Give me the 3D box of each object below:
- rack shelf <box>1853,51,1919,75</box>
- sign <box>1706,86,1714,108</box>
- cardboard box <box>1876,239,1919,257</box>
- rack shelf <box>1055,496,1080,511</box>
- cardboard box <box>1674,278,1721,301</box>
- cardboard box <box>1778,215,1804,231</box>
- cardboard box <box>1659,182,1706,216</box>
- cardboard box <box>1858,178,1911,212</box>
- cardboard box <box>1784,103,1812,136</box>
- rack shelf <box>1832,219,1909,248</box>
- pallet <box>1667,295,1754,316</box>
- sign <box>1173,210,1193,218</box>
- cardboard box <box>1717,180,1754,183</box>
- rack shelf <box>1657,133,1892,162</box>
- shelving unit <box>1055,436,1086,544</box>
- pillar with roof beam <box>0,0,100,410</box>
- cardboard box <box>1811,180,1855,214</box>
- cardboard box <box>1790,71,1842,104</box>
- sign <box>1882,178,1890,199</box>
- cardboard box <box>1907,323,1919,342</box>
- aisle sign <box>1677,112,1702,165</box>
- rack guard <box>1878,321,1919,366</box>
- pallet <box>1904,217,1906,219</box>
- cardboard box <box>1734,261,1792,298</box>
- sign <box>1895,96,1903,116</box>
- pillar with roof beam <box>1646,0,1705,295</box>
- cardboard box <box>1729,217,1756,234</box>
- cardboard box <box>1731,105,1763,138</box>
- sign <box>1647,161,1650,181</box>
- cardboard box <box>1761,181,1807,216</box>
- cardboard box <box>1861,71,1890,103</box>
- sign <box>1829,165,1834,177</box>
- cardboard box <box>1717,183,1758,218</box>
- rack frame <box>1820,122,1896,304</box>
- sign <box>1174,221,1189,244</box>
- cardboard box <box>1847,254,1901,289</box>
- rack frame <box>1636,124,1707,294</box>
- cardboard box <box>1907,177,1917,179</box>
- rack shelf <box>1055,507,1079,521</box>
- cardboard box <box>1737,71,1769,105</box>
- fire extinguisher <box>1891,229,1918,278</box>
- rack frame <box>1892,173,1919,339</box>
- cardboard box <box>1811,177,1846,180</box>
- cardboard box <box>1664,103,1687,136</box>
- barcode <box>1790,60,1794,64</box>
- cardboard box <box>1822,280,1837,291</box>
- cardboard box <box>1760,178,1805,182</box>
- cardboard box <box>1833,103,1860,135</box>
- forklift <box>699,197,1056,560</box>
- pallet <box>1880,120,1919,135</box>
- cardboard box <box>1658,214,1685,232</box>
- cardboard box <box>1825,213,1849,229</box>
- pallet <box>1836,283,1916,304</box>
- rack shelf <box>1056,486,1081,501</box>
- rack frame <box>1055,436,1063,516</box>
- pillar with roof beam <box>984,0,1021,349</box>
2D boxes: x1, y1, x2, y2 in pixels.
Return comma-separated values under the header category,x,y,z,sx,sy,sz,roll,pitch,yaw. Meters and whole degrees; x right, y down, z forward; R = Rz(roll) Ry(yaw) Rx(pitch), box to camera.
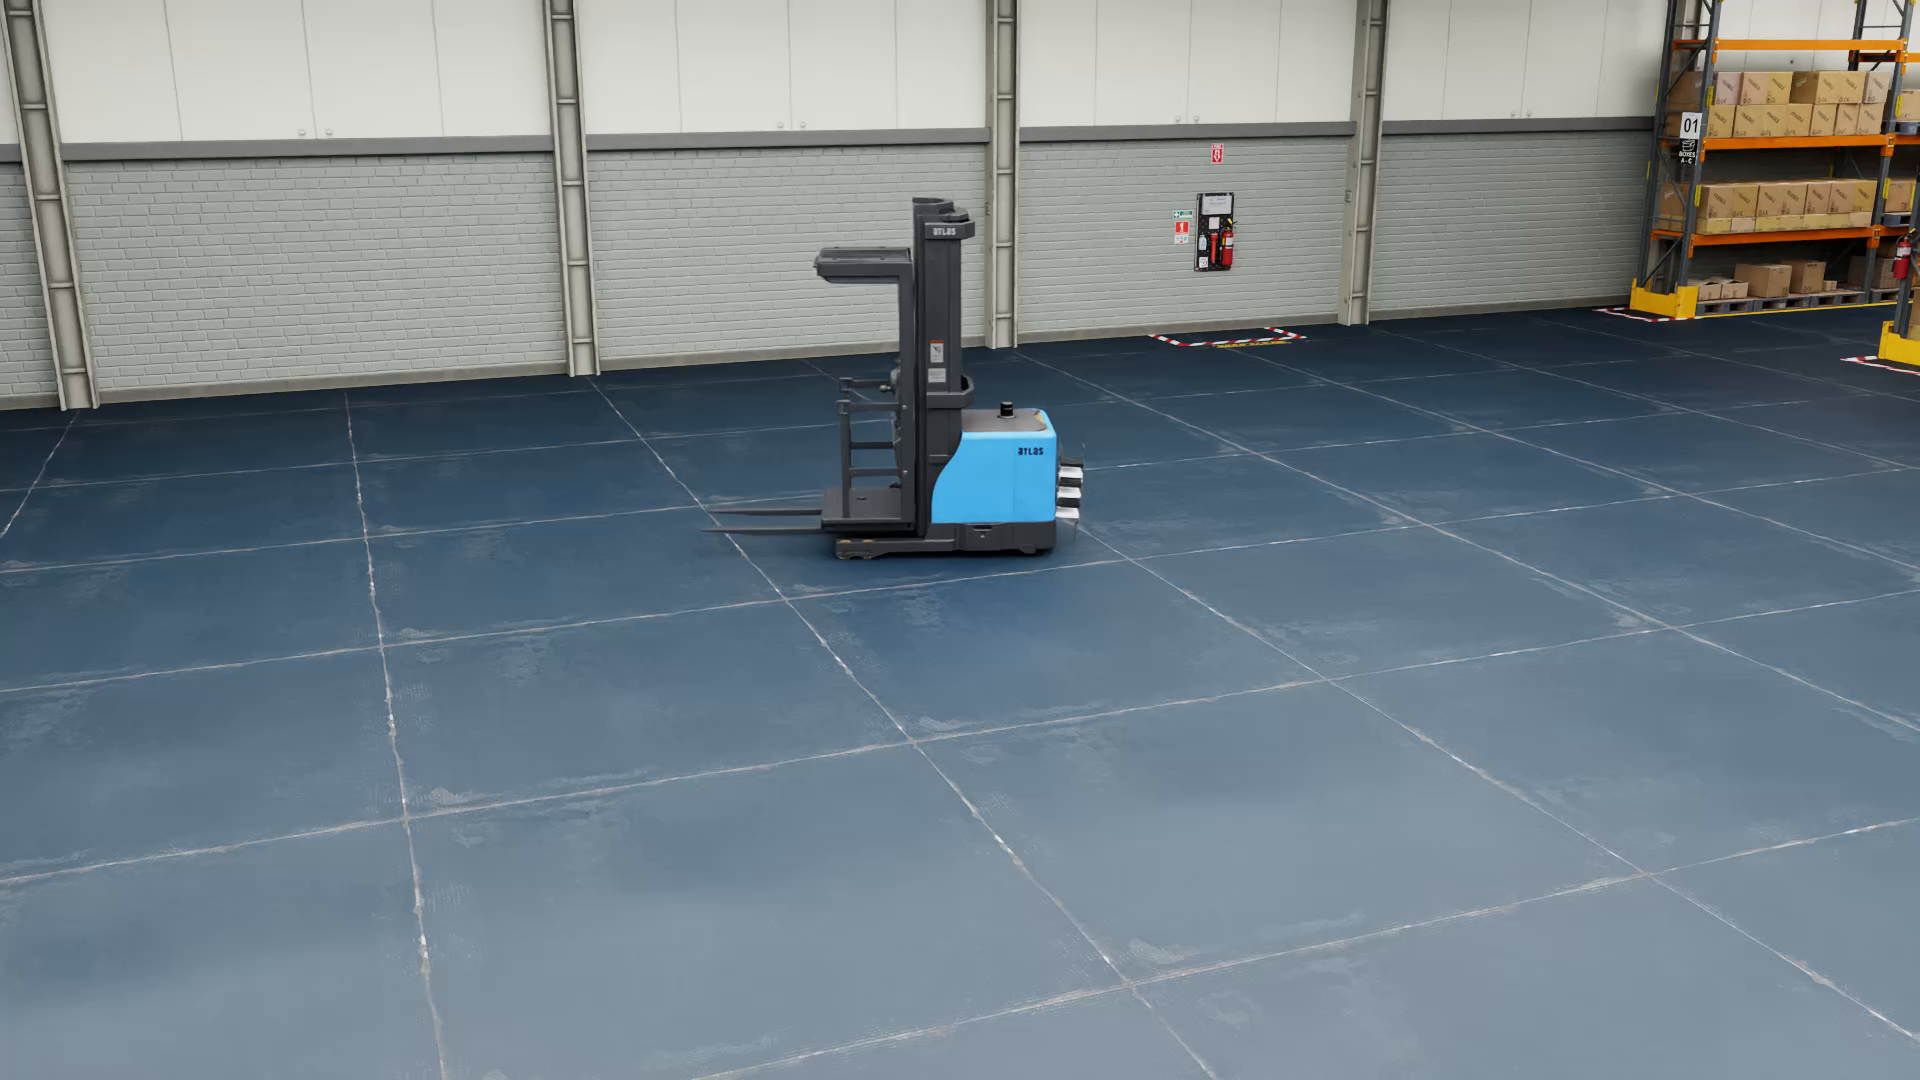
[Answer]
category,x,y,z,sx,sy,sz,roll,pitch,yaw
rack shelf,17.058,-8.114,28.245,4.000,0.370,1.077,-6,17,-20
sign,11.650,-6.884,25.841,0.005,0.325,0.100,-6,17,-20
cardboard box,16.282,-5.067,28.852,0.500,0.250,0.500,-7,18,-21
rack shelf,0.934,-0.315,14.488,0.200,0.077,0.258,4,16,-1
cardboard box,12.134,-4.135,27.346,0.500,0.311,0.500,-8,18,-26
cardboard box,13.455,-5.227,27.306,0.500,0.250,0.500,-6,17,-20
cardboard box,11.820,-5.569,27.138,0.500,0.500,0.500,-6,18,-21
cardboard box,15.678,-5.873,28.314,0.500,0.500,0.700,-6,17,-20
cardboard box,13.348,-6.790,26.861,0.500,0.500,0.500,-5,17,-17
rack shelf,17.058,-5.428,29.034,4.000,0.370,1.077,-6,17,-20
pallet,12.298,-3.910,27.539,1.213,0.211,1.003,-6,17,-20
sign,3.330,-4.863,24.830,0.331,0.109,0.001,-6,17,-20
cardboard box,12.774,-5.670,27.483,0.500,0.500,0.500,-7,18,-22
rack shelf,13.323,-6.464,27.238,4.000,0.370,1.077,-6,17,-20
shelving unit,0.943,-0.434,14.453,0.210,0.900,0.258,4,16,-1
pillar with roof beam,-9.071,-4.792,14.946,0.400,9.000,9.100,-6,17,-20
cardboard box,14.396,-5.688,27.543,0.500,0.500,0.500,-6,17,-20
cardboard box,13.828,-7.312,26.864,0.500,0.500,0.500,-7,18,-22
sign,15.392,-5.844,27.640,0.005,0.325,0.100,-6,17,-20
cardboard box,13.627,-2.879,23.213,0.500,0.250,0.500,-6,17,-20
aisle sign,11.496,-6.329,26.213,0.004,0.787,0.394,-6,17,-20
rack guard,13.209,-2.663,22.780,0.348,0.500,1.175,-6,17,-20
pallet,17.092,-5.672,28.930,1.213,0.211,1.003,-6,17,-20
cardboard box,13.369,-4.344,27.723,0.500,0.500,0.700,-7,18,-24
sign,15.392,-7.116,27.267,0.005,0.325,0.100,-6,17,-20
pillar with roof beam,13.340,-7.212,23.186,0.400,9.000,9.100,-6,17,-20
cardboard box,12.505,-5.127,26.965,0.500,0.250,0.500,-7,18,-22
cardboard box,12.371,-6.677,26.476,0.500,0.500,0.500,-5,17,-16
sign,11.276,-6.023,27.169,0.005,0.325,0.100,-6,17,-20
cardboard box,13.436,-5.587,27.200,0.500,0.500,0.500,-6,17,-18
cardboard box,14.820,-7.426,27.251,0.500,0.500,0.500,-8,18,-25
sign,14.989,-6.272,28.579,0.005,0.325,0.100,-6,17,-20
cardboard box,12.474,-5.482,26.841,0.500,0.500,0.500,-6,17,-20
rack frame,15.191,-5.571,28.246,0.127,3.000,1.000,-6,17,-20
sign,3.322,-4.610,24.911,0.234,0.329,0.001,-6,17,-20
cardboard box,15.872,-4.661,28.804,0.500,0.500,0.700,-6,17,-18
rack frame,11.455,-5.168,26.873,0.127,3.000,1.000,-6,17,-20
cardboard box,16.806,-6.002,28.754,0.500,0.500,0.700,-4,17,-12
rack shelf,0.928,-0.229,14.513,0.200,0.077,0.258,4,16,-1
cardboard box,12.389,-7.157,26.334,0.500,0.500,0.500,-6,18,-21
fire extinguisher,12.955,-3.938,22.822,0.183,0.674,0.296,-6,17,-20
rack frame,13.231,-3.865,22.436,0.127,3.000,1.000,-6,17,-20
cardboard box,14.677,-5.876,28.184,0.500,0.500,0.500,-7,18,-21
cardboard box,11.755,-6.773,26.803,0.500,0.500,0.500,-5,17,-16
barcode,13.739,-7.895,27.464,0.075,0.075,0.001,-6,17,-20
cardboard box,14.702,-4.361,28.373,0.250,0.166,0.380,-9,18,-27
cardboard box,13.725,-5.776,27.844,0.500,0.500,0.500,-6,17,-19
cardboard box,14.331,-6.904,27.249,0.500,0.500,0.500,-8,18,-25
forklift,-0.716,-1.391,14.133,3.031,2.935,1.130,-1,16,-3
pallet,15.805,-6.954,27.966,1.003,0.211,1.213,-6,17,-20
cardboard box,11.823,-5.204,27.225,0.500,0.250,0.500,-6,17,-19
cardboard box,14.389,-5.333,27.666,0.500,0.250,0.500,-6,17,-20
pallet,15.917,-4.312,28.907,1.213,0.211,1.003,-6,17,-20
rack shelf,0.941,-0.402,14.463,0.200,0.077,0.258,4,16,-1
rack frame,0.842,-0.440,14.451,0.006,0.900,0.240,4,16,-1
pillar with roof beam,2.135,-6.002,19.066,0.400,9.000,9.100,-6,17,-20
